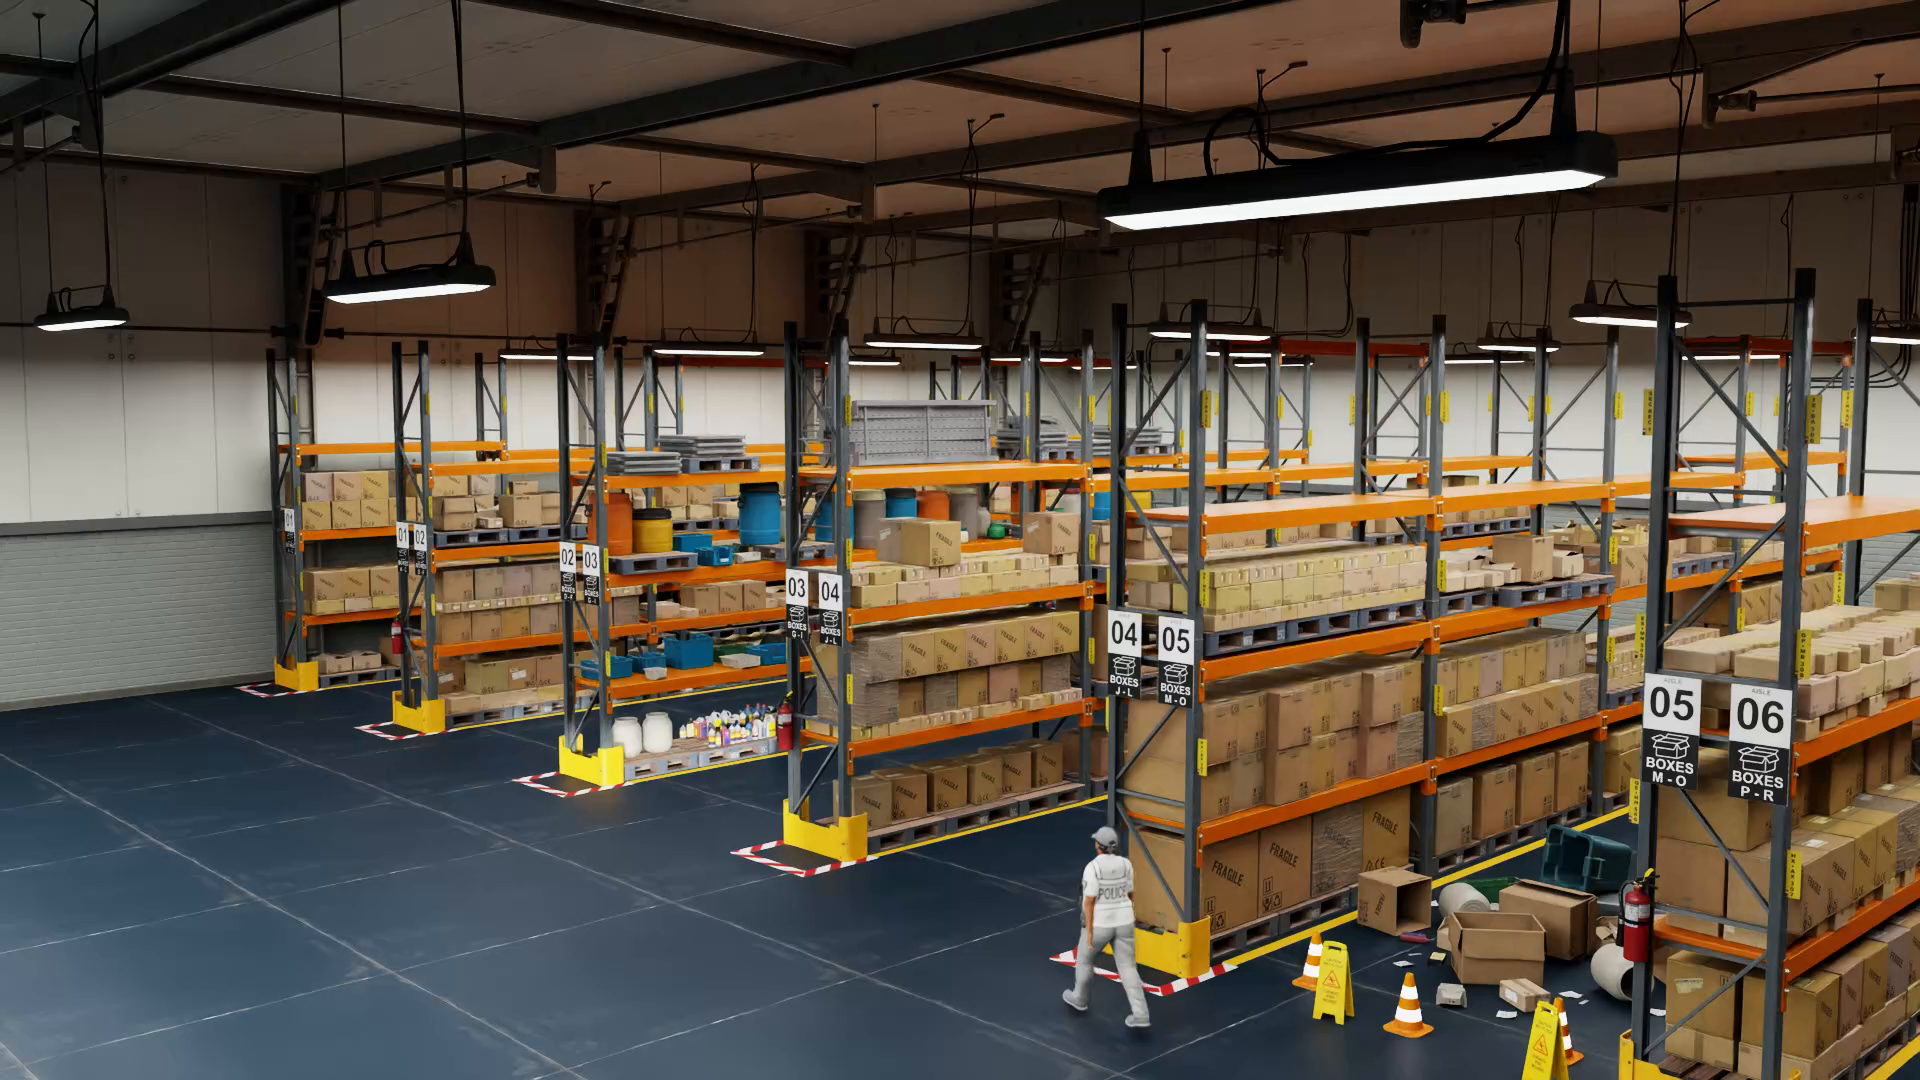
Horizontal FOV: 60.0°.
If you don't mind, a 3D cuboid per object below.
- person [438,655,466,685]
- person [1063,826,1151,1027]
[{"bbox_3d":[-8.589,1.868,28.077,0.673,1.764,0.740,3,6,35],"label":"person"},{"bbox_3d":[1.212,3.167,13.718,0.487,1.608,1.042,-2,5,-24],"label":"person"}]
